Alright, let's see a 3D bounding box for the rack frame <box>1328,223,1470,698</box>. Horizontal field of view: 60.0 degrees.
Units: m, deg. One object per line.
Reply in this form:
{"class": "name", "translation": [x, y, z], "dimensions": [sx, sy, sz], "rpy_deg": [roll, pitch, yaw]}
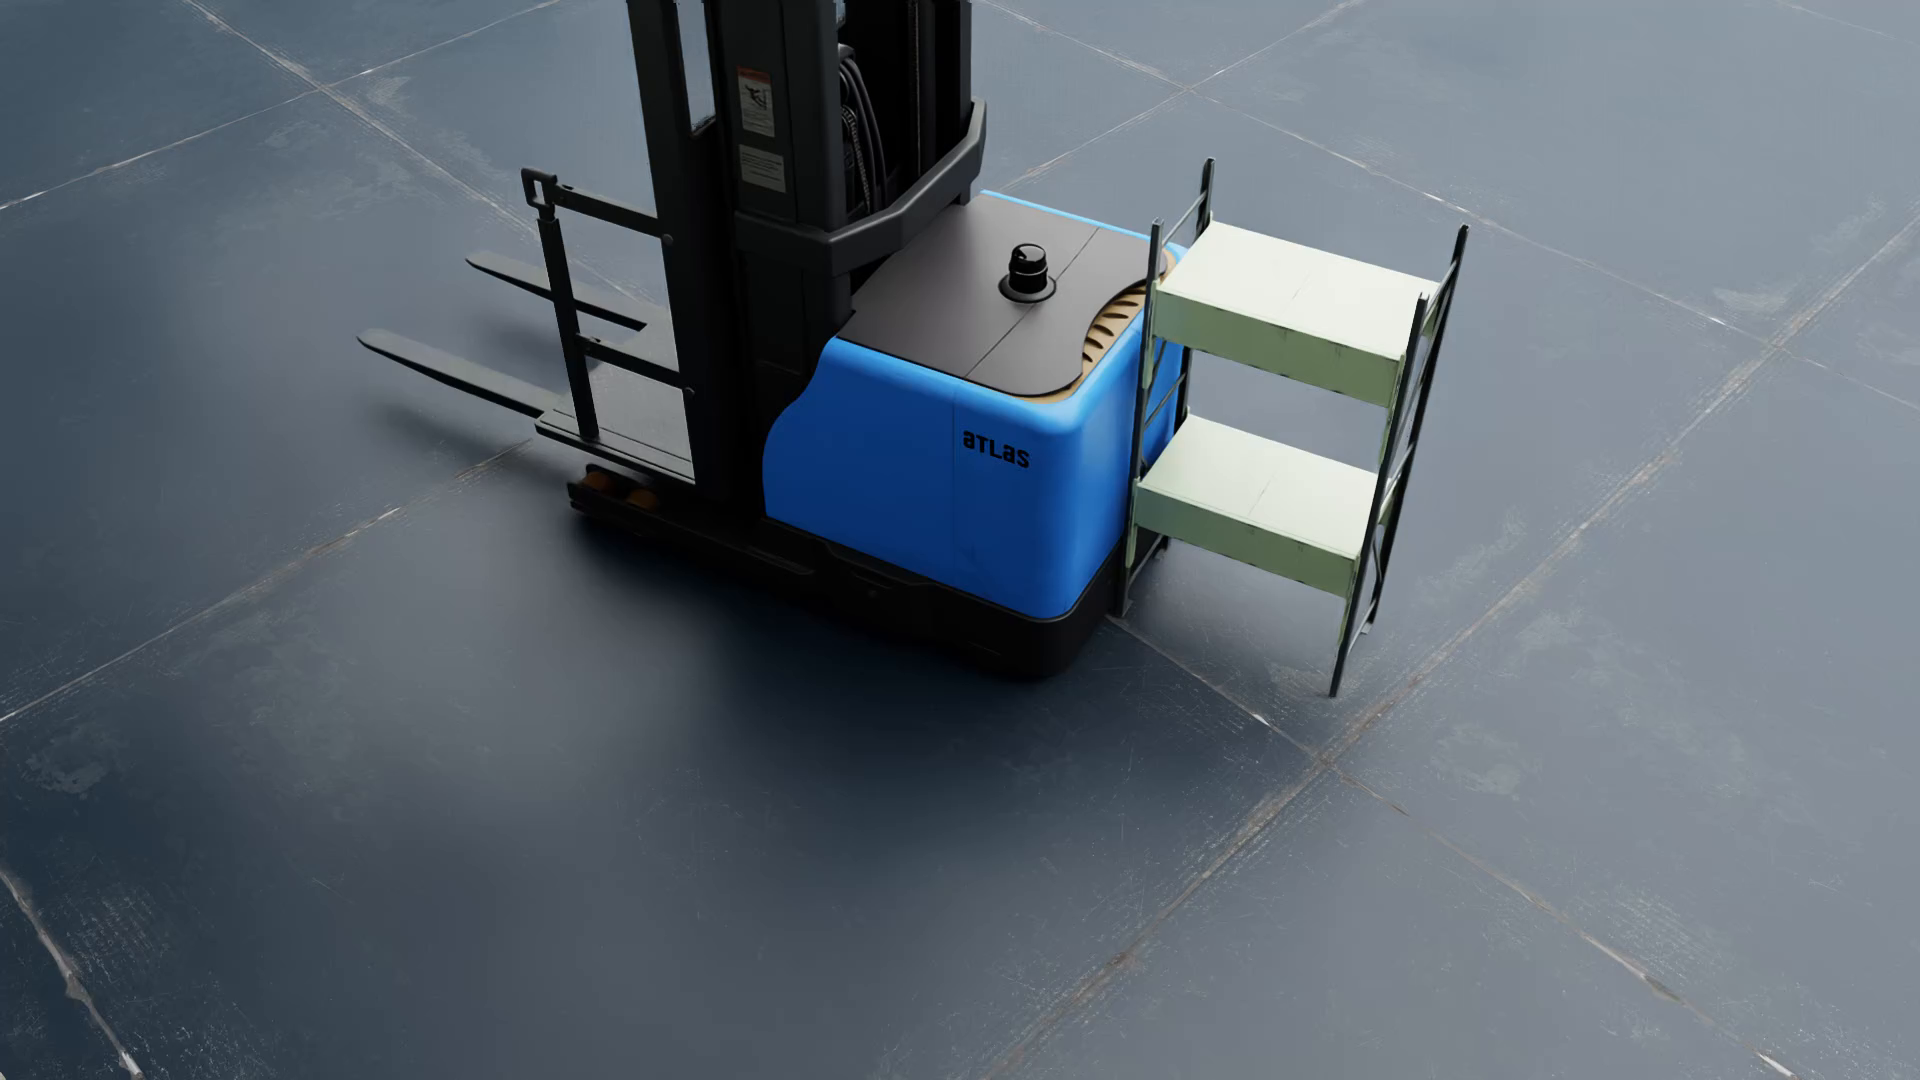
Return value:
{"class": "rack frame", "translation": [1.262, -0.177, 4.836], "dimensions": [0.023, 1.500, 0.400], "rpy_deg": [20, 46, 21]}

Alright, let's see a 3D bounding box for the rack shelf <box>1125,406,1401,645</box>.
{"class": "rack shelf", "translation": [0.941, -0.056, 5.186], "dimensions": [0.720, 0.370, 0.431], "rpy_deg": [20, 46, 21]}

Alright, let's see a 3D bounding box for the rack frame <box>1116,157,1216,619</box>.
{"class": "rack frame", "translation": [0.619, -0.414, 5.093], "dimensions": [0.023, 1.500, 0.400], "rpy_deg": [20, 46, 21]}

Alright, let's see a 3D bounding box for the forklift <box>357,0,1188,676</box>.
{"class": "forklift", "translation": [-0.779, -1.379, 5.082], "dimensions": [3.031, 2.935, 1.130], "rpy_deg": [20, 46, 21]}

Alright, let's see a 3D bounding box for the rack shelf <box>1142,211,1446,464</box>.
{"class": "rack shelf", "translation": [0.941, -0.582, 4.700], "dimensions": [0.720, 0.370, 0.431], "rpy_deg": [20, 46, 21]}

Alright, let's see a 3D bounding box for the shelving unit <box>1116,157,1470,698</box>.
{"class": "shelving unit", "translation": [0.941, -0.295, 4.965], "dimensions": [0.755, 1.500, 0.431], "rpy_deg": [20, 46, 21]}
